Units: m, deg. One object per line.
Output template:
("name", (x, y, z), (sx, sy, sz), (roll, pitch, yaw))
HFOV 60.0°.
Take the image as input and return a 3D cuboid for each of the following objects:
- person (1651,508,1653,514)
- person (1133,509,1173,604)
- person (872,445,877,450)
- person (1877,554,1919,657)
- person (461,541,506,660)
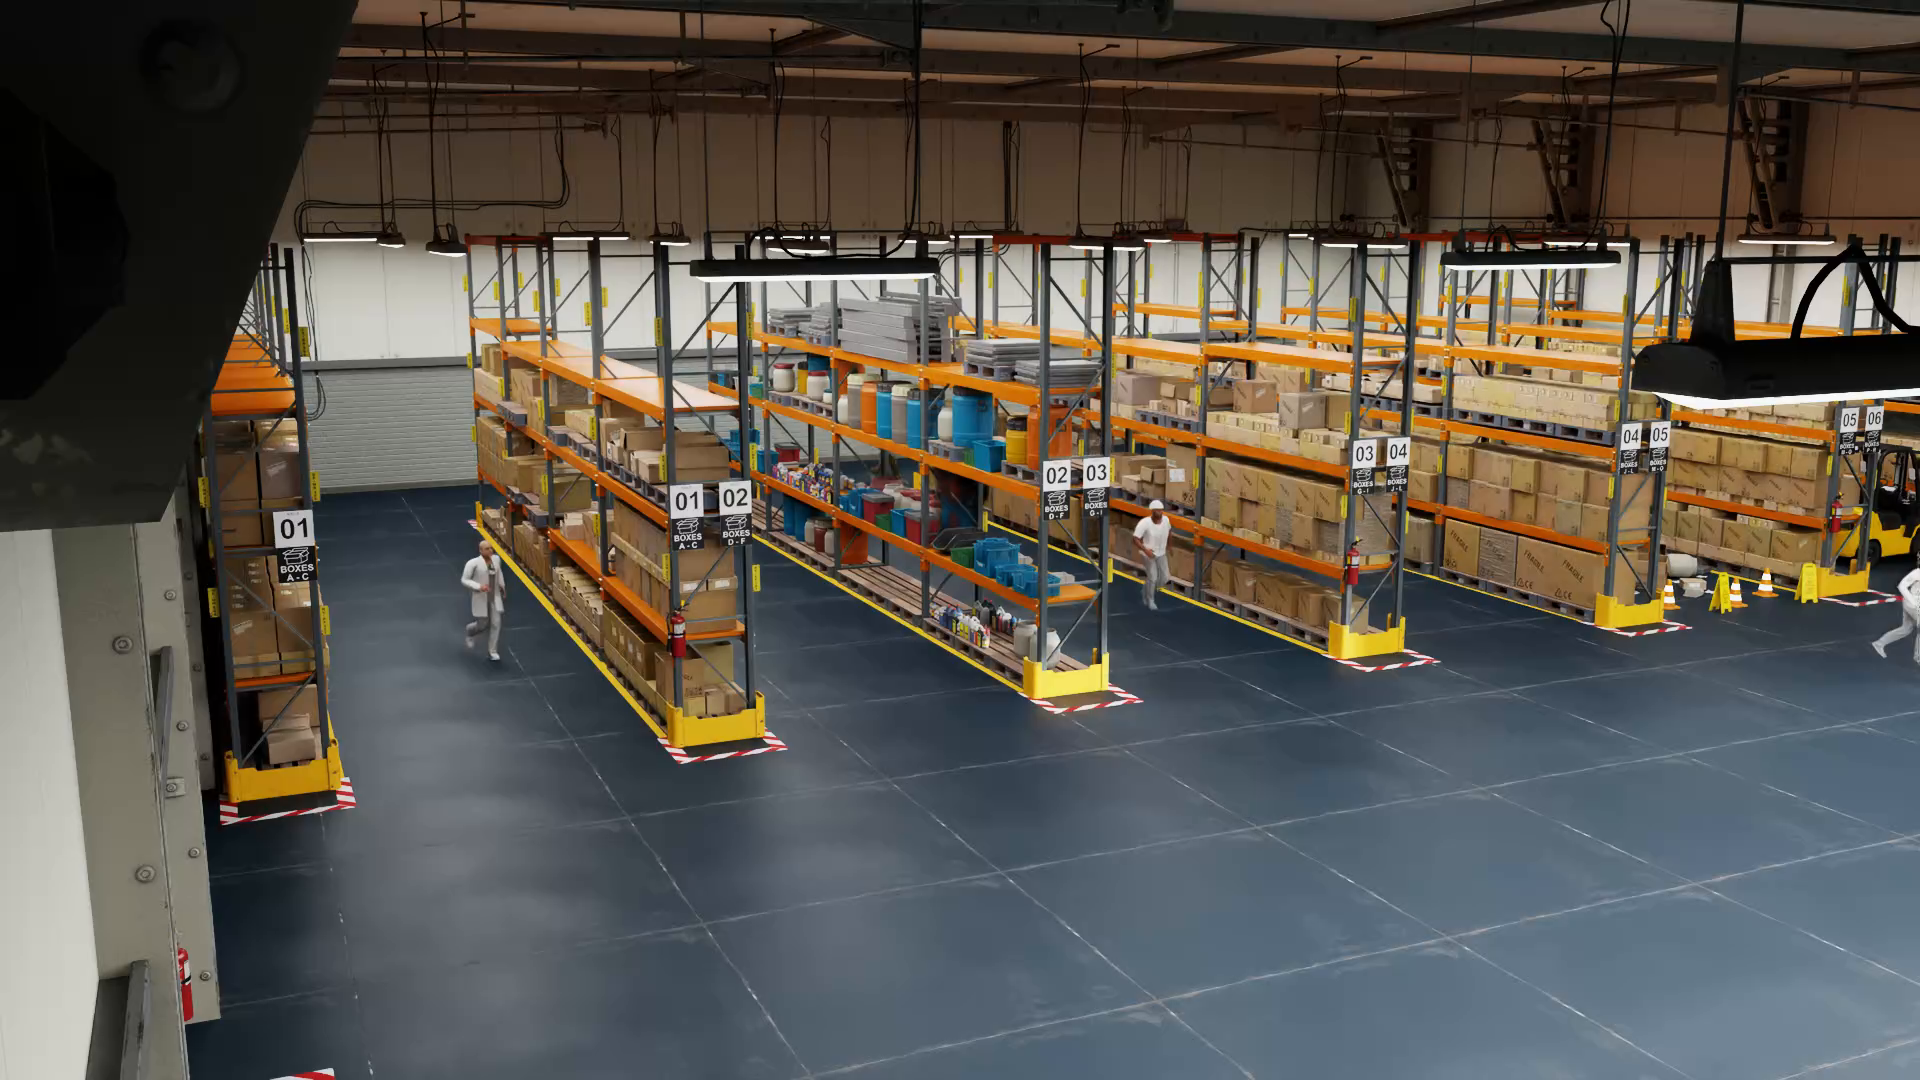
("person", (14.108, -1.011, 34.194), (0.684, 1.477, 0.830), (-9, 14, -38))
("person", (3.032, 0.258, 25.952), (0.733, 1.541, 0.462), (-8, 13, -34))
("person", (-1.807, -2.630, 39.766), (0.579, 0.904, 0.742), (5, 12, 23))
("person", (13.620, 0.907, 23.877), (0.718, 1.560, 0.563), (8, 14, 37))
("person", (-6.928, 0.945, 24.223), (0.711, 1.540, 0.858), (-11, 15, -43))
